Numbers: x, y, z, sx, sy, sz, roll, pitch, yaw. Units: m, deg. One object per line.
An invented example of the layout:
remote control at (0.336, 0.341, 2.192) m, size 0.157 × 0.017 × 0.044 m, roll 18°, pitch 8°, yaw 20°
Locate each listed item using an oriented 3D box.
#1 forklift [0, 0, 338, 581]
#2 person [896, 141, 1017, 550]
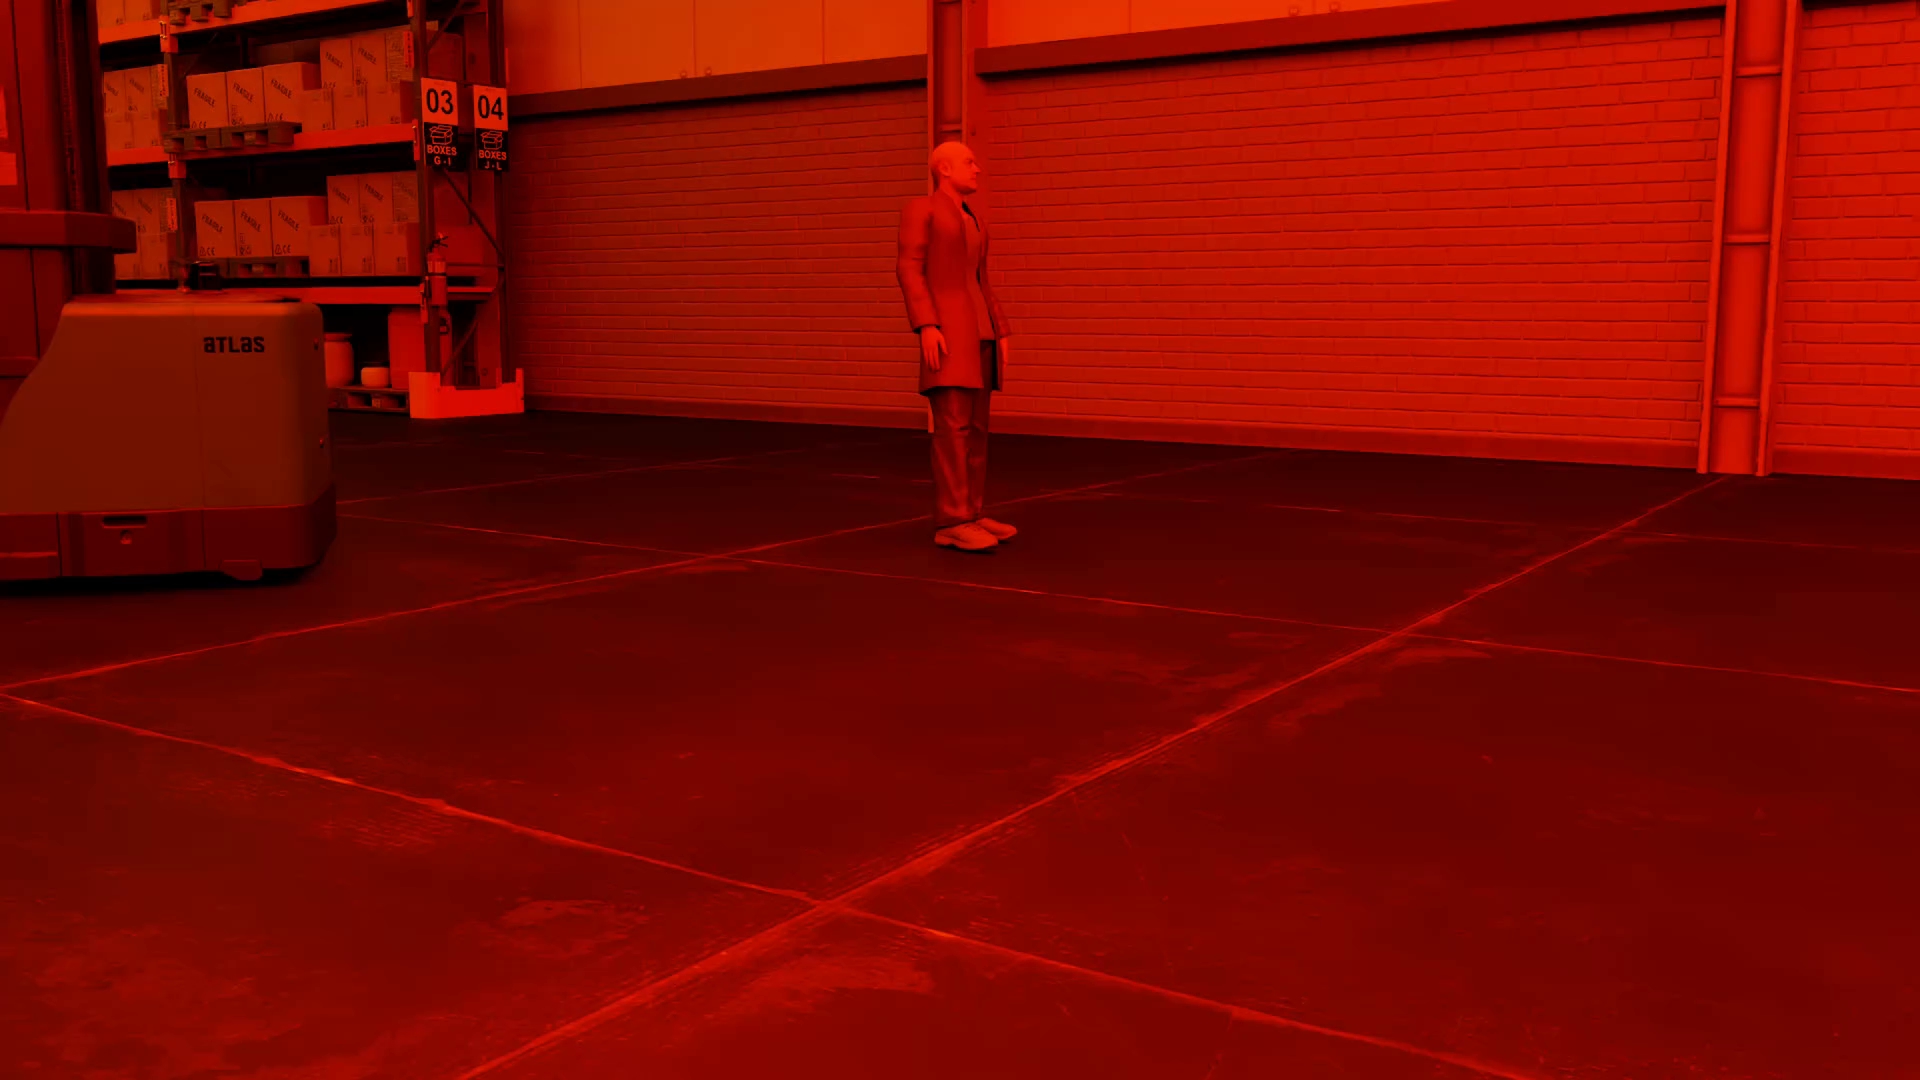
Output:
forklift at (-4.072, -1.291, 6.273) m, size 3.031 × 2.935 × 1.130 m, roll -2°, pitch 8°, yaw -15°
person at (0.074, -0.880, 7.424) m, size 0.579 × 1.777 × 0.698 m, roll 5°, pitch 10°, yaw 34°
